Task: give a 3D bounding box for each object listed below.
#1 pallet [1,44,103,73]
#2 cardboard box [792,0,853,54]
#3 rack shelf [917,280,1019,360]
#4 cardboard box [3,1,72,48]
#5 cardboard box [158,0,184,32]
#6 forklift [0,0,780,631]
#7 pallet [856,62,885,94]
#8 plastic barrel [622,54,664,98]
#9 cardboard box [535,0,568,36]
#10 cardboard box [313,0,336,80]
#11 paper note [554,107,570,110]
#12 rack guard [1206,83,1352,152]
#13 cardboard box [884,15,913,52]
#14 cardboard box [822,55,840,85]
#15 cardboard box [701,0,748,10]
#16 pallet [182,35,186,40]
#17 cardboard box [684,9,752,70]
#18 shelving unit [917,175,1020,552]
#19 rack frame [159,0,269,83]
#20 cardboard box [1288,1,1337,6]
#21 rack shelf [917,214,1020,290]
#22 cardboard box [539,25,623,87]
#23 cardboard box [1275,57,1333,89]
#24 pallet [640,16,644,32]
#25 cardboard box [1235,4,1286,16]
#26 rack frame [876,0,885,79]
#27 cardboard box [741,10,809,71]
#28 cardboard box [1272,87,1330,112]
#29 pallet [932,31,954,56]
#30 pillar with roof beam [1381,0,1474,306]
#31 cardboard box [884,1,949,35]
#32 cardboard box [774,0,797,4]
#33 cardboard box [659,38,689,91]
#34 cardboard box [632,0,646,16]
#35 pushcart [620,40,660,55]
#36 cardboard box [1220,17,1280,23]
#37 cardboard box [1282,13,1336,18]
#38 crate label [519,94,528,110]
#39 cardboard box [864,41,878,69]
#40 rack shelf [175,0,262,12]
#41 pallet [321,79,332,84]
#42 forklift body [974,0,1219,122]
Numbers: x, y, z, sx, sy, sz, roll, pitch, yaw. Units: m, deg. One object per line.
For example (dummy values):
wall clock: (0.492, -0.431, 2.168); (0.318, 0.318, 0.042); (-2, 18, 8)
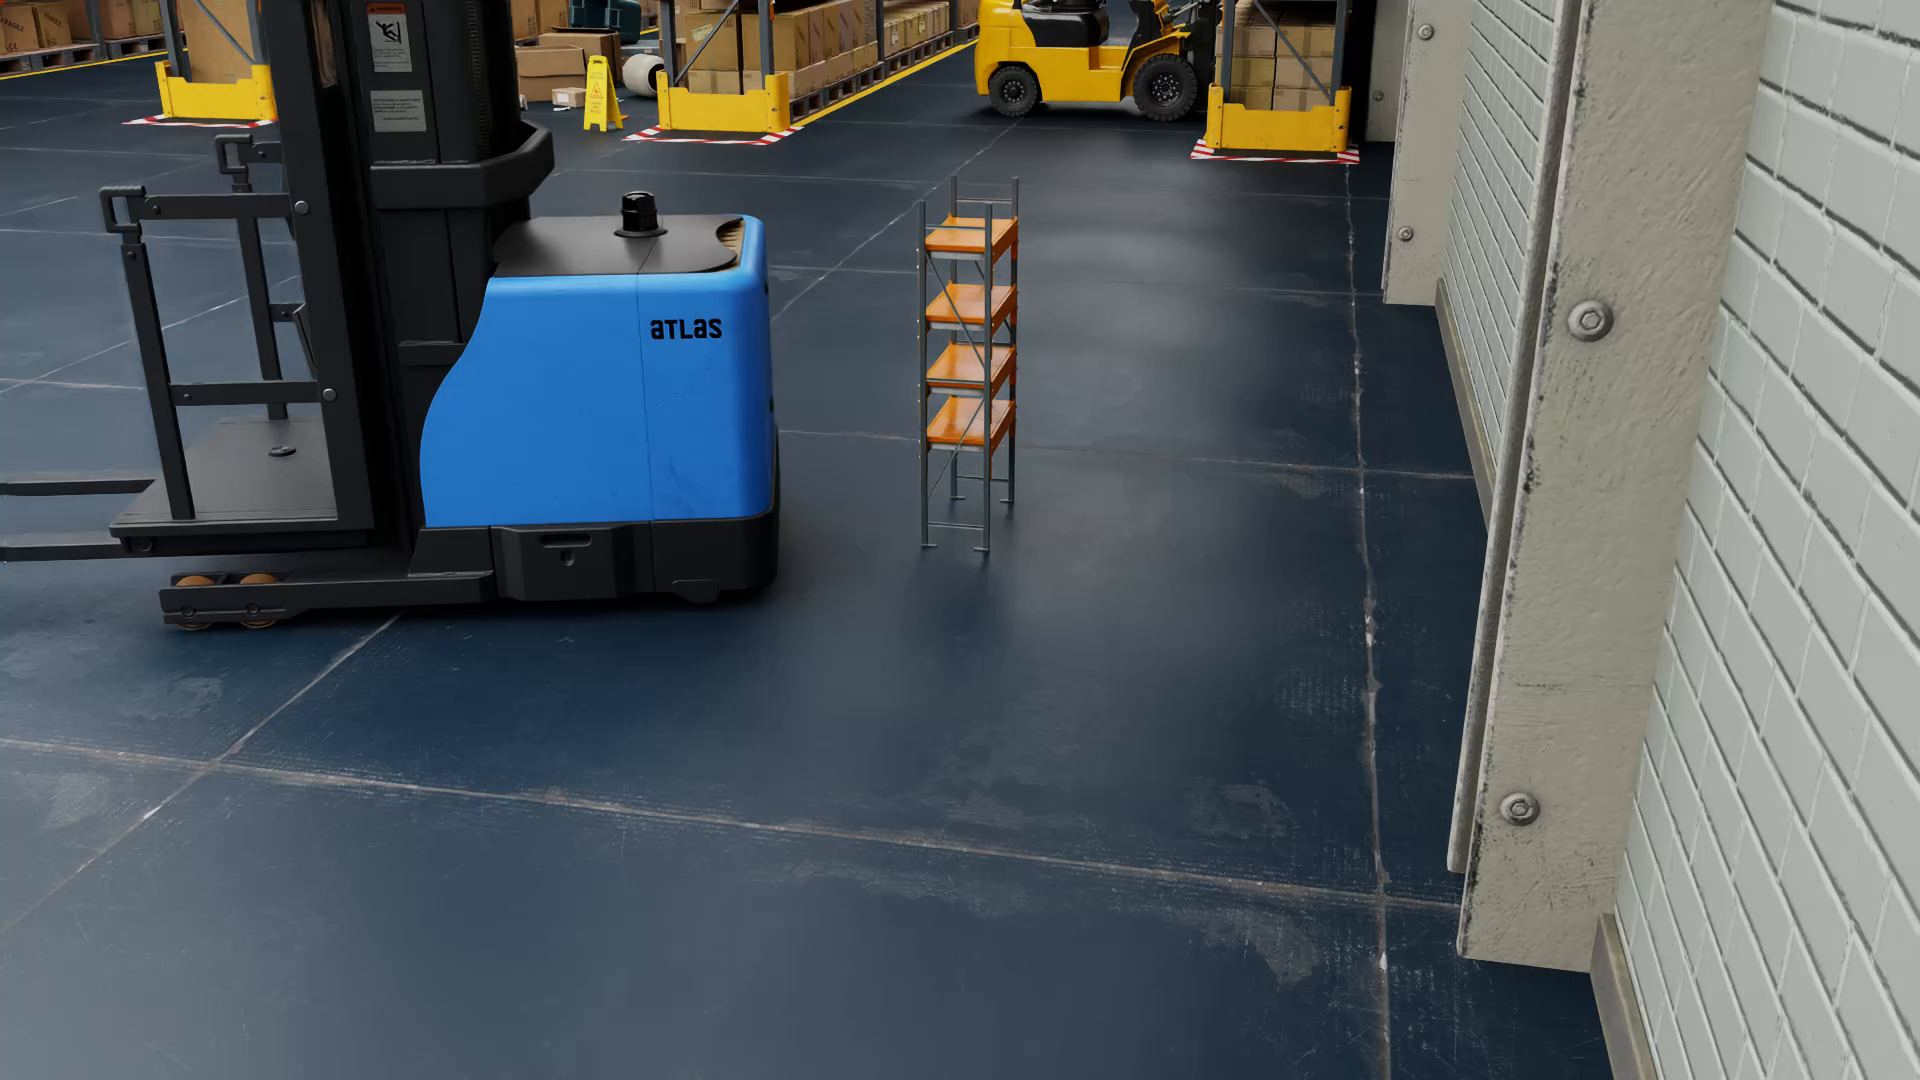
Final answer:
pallet: (-11.151, -5.804, 19.983); (1.003, 0.211, 1.213); (4, 22, 11)
cardboard box: (-1.410, -5.248, 16.984); (0.500, 0.500, 0.500); (6, 23, 14)
rack shelf: (0.034, -0.762, 5.721); (0.258, 0.148, 0.480); (4, 22, 11)
cardboard box: (-11.169, -6.238, 20.111); (0.500, 0.500, 0.500); (4, 22, 9)
cardboard box: (-10.673, -6.991, 21.954); (0.700, 0.500, 0.500); (3, 22, 6)
forklift: (-2.138, -1.285, 5.120); (3.031, 2.935, 1.130); (-2, 22, -5)
pallet: (-1.449, -5.049, 18.107); (1.003, 0.211, 1.213); (4, 22, 11)
plastic barrel: (-3.224, -4.803, 17.214); (0.421, 0.421, 0.512); (-16, 27, -35)
cardboard box: (-5.785, -7.009, 21.691); (1.050, 0.750, 0.750); (5, 22, 12)
cardboard box: (-6.778, -5.252, 17.162); (0.875, 0.875, 0.875); (4, 22, 10)
paper note: (-3.919, -4.248, 16.360); (0.148, 0.019, 0.142); (-3, 22, -8)
rack guard: (2.692, -3.582, 14.079); (1.175, 0.500, 0.348); (4, 22, 11)
cardboard box: (-1.099, -6.022, 19.745); (0.950, 0.372, 0.625); (6, 23, 14)
cardboard box: (-1.517, -4.708, 16.646); (0.500, 0.250, 0.500); (6, 23, 15)
cardboard box: (-2.246, -5.148, 15.867); (0.380, 0.149, 0.250); (5, 22, 12)
pallet: (-10.393, -7.230, 23.522); (1.003, 0.211, 1.213); (4, 22, 11)
cardboard box: (-2.255, -4.708, 15.642); (0.500, 0.500, 0.500); (5, 22, 11)
shelving unit: (0.034, -0.617, 5.780); (0.258, 1.200, 0.503); (4, 22, 11)
rack frame: (-7.030, -5.468, 15.415); (1.000, 3.000, 0.127); (4, 22, 11)
cardboard box: (3.513, -5.216, 16.568); (0.500, 0.250, 0.500); (4, 22, 10)
rack shelf: (0.034, -0.982, 5.633); (0.258, 0.148, 0.480); (4, 22, 11)
cardboard box: (-4.100, -5.211, 17.936); (0.797, 0.637, 0.503); (4, 22, 11)
cardboard box: (2.996, -4.058, 14.364); (0.500, 0.250, 0.500); (5, 22, 12)
pallet: (-5.236, -7.386, 23.910); (1.003, 0.211, 1.213); (4, 22, 11)
cardboard box: (2.903, -5.075, 16.219); (0.500, 0.250, 0.500); (5, 23, 13)
rack frame: (-1.347, -6.591, 18.203); (1.000, 3.000, 0.127); (4, 22, 11)
cardboard box: (-1.724, -4.678, 15.567); (0.500, 0.500, 0.500); (4, 22, 9)
cardboard box: (2.989, -3.835, 14.478); (0.500, 0.250, 0.500); (5, 22, 11)
pallet: (-0.692, -6.474, 21.647); (1.003, 0.211, 1.213); (4, 22, 11)
pillar with roof beam: (-1.717, -5.853, 8.341); (9.100, 9.000, 0.400); (4, 22, 11)
cardboard box: (-0.656, -6.823, 21.736); (0.950, 0.372, 0.625); (3, 22, 7)
cardboard box: (-1.937, -5.276, 17.054); (0.500, 0.500, 0.500); (6, 23, 14)
cardboard box: (-2.898, -5.144, 17.954); (0.500, 0.500, 0.500); (-16, 27, -35)
cardboard box: (-4.904, -7.853, 24.120); (0.500, 0.500, 0.500); (5, 22, 12)
pushcart: (-3.589, -5.530, 19.079); (1.648, 0.377, 0.936); (-3, 22, -8)
cardboard box: (2.584, -4.513, 14.825); (0.500, 0.250, 0.500); (5, 22, 12)
cardboard box: (3.191, -4.660, 15.190); (0.500, 0.250, 0.500); (4, 22, 11)
crate label: (-4.395, -4.308, 16.367); (0.250, 0.136, 0.298); (-7, 23, -17)
cardboard box: (-1.204, -5.273, 18.050); (0.500, 0.250, 0.500); (5, 23, 13)
rack shelf: (-6.622, -5.866, 17.366); (1.077, 0.370, 4.000); (4, 22, 11)
pallet: (-6.943, -4.473, 16.677); (1.003, 0.211, 1.213); (4, 22, 11)
forklift body: (1.298, -5.190, 15.860); (2.313, 2.155, 1.214); (4, 22, 11)
